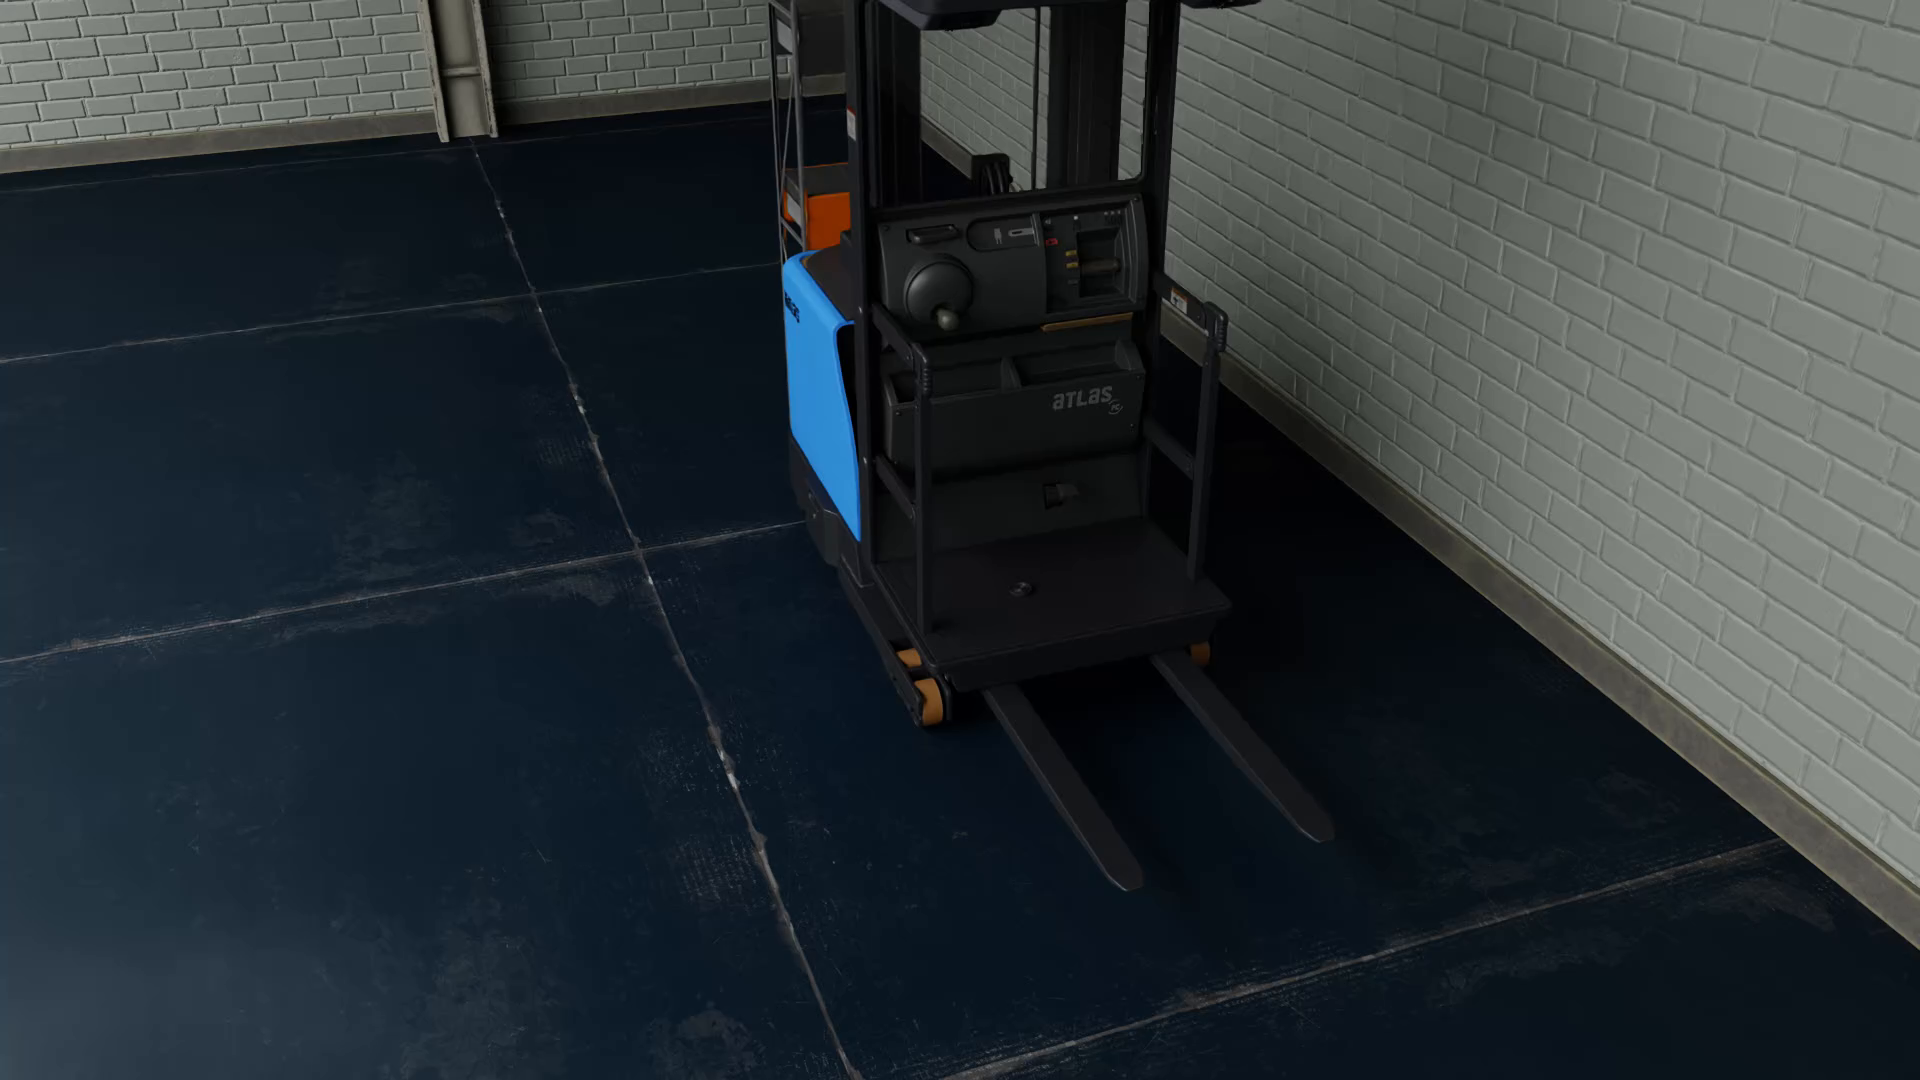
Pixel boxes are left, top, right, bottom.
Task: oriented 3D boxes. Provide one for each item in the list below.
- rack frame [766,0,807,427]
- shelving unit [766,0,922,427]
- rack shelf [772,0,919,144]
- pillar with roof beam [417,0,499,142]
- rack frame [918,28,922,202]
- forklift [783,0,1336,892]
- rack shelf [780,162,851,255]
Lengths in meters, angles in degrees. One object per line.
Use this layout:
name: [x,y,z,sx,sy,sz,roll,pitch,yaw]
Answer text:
rack frame: [-0.688,-1.261,6.842,0.015,2.100,0.400,-11,31,-18]
shelving unit: [-0.460,-1.303,6.917,0.503,2.100,0.431,-11,31,-18]
rack shelf: [-0.460,-1.900,6.577,0.480,0.518,0.431,-11,31,-18]
pillar with roof beam: [-1.995,-4.800,6.085,0.400,9.000,9.100,-10,31,-18]
rack frame: [-0.231,-1.346,6.991,0.015,2.100,0.400,-11,31,-18]
forklift: [0.260,-0.870,5.316,1.130,2.935,3.031,-10,31,-17]
rack shelf: [-0.460,-1.292,6.923,0.480,0.518,0.431,-11,31,-18]
